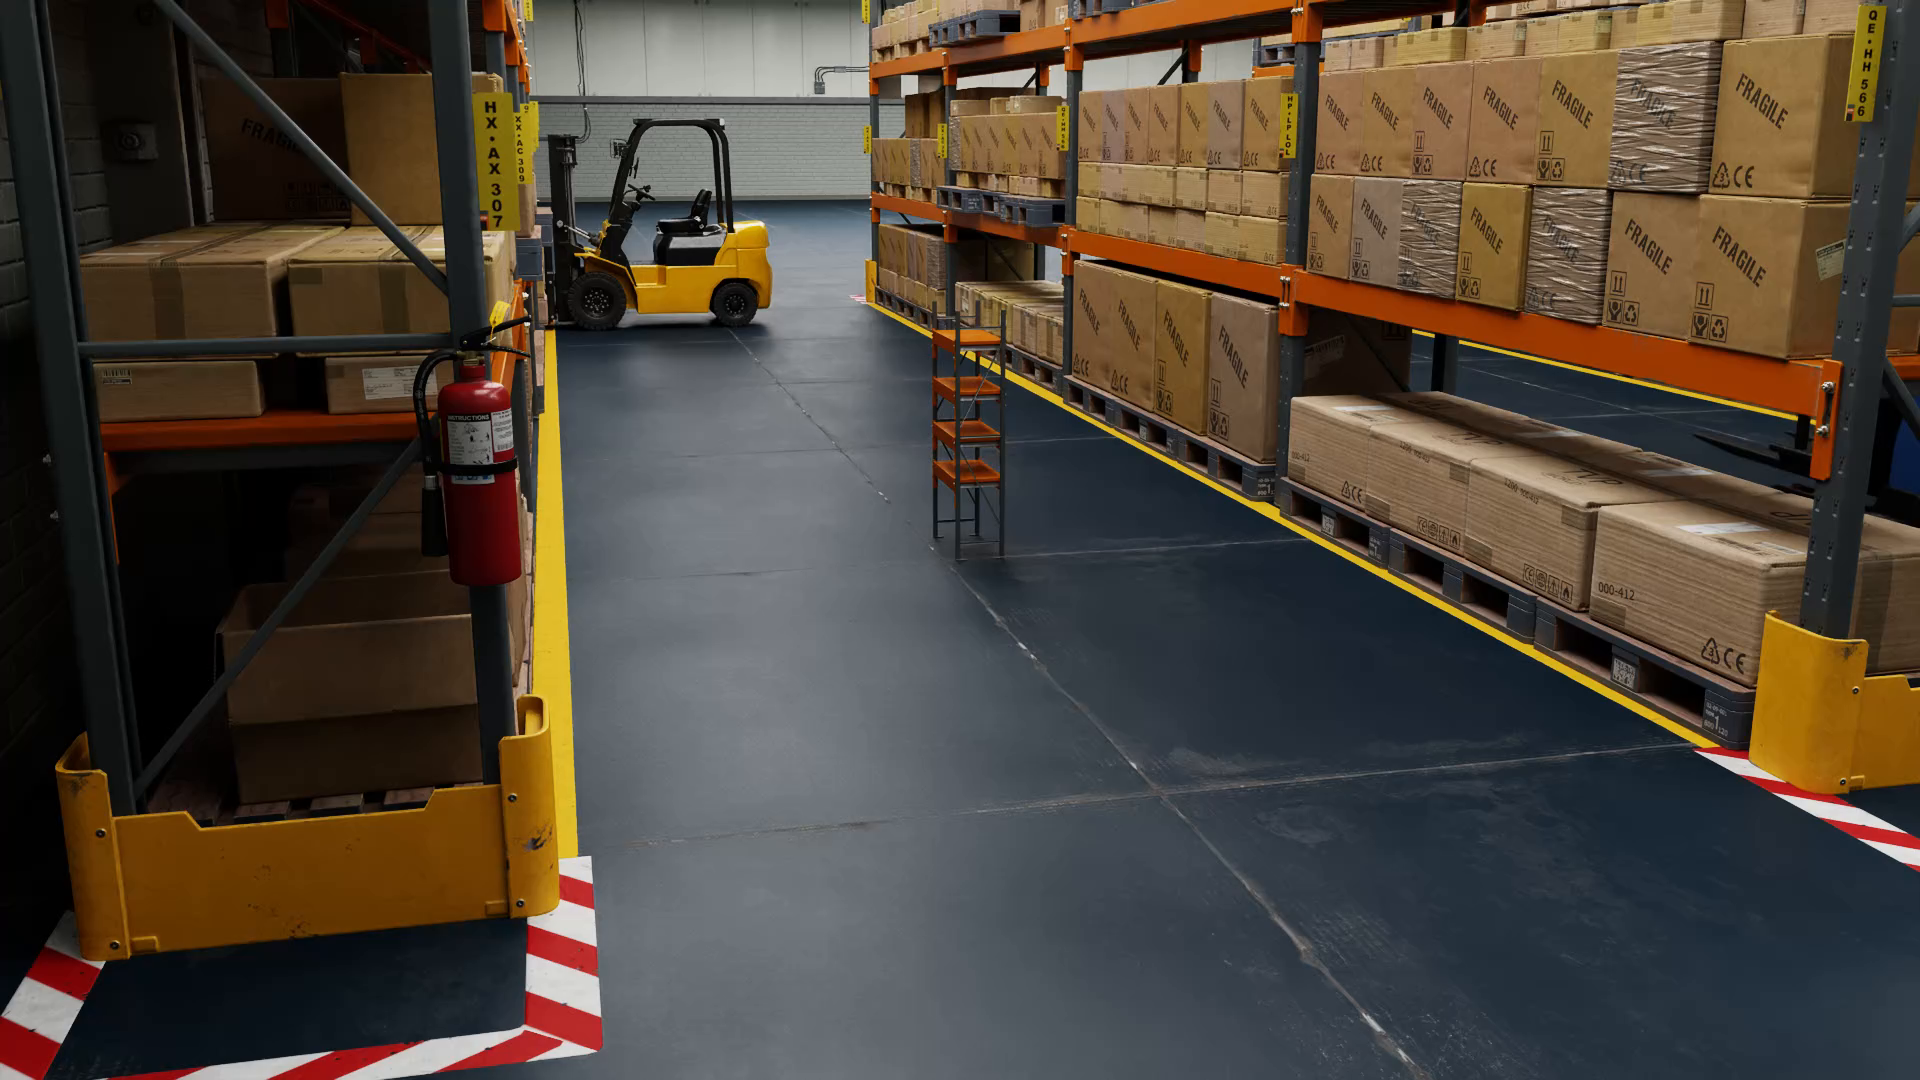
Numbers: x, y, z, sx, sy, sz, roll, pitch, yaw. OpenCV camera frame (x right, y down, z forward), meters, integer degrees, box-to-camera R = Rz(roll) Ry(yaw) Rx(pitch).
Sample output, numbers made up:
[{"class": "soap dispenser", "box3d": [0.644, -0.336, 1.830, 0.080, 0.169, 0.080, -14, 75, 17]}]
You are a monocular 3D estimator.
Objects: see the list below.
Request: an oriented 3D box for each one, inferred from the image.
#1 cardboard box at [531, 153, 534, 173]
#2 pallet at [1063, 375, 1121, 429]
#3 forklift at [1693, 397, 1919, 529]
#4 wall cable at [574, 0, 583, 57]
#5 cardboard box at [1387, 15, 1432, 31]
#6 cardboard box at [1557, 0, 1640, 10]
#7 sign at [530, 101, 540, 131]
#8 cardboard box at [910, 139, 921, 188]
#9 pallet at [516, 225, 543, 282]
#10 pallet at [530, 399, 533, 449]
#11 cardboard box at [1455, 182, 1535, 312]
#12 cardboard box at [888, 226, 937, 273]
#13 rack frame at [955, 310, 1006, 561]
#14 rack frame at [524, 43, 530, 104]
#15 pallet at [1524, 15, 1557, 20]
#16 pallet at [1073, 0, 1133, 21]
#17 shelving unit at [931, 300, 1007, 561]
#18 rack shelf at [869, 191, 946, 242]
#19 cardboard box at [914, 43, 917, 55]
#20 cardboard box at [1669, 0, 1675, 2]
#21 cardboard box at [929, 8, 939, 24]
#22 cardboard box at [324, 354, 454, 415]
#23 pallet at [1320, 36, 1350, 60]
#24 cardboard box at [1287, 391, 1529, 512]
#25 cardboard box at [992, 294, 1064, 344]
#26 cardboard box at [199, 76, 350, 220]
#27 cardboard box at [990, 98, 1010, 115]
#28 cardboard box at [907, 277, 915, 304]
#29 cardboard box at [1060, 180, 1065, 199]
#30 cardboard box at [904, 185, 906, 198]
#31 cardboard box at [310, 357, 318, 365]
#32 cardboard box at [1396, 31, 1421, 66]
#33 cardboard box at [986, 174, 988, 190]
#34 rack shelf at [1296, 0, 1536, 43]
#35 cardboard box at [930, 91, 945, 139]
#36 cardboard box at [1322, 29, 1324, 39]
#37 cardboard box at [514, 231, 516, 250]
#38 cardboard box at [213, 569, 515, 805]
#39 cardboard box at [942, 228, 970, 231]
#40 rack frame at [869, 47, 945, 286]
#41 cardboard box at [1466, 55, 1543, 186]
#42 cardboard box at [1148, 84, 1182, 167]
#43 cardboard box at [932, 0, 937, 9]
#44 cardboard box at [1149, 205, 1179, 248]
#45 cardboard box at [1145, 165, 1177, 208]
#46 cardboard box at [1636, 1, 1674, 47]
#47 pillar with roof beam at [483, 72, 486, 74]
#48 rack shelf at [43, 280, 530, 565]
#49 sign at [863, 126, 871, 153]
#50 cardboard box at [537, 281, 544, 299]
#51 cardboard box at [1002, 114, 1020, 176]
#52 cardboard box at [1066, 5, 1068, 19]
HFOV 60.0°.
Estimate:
[{"class": "cardboard box", "box3d": [-4.674, -3.747, 17.234, 0.500, 0.500, 0.500, -3, 14, -13]}, {"class": "pallet", "box3d": [1.408, -1.042, 12.249, 1.003, 0.211, 1.213, -3, 14, -13]}, {"class": "forklift", "box3d": [5.022, -1.513, 8.445, 1.130, 2.935, 3.031, -2, 14, -8]}, {"class": "wall cable", "box3d": [-9.942, -15.624, 49.321, 3.097, 2.526, 0.112, -3, 14, -13]}, {"class": "cardboard box", "box3d": [4.748, -5.459, 17.565, 0.380, 0.149, 0.250, -3, 14, -13]}, {"class": "cardboard box", "box3d": [5.547, -4.773, 14.416, 0.500, 0.311, 0.500, -3, 14, -13]}, {"class": "sign", "box3d": [-4.876, -4.856, 19.043, 0.100, 0.325, 0.005, -3, 14, -13]}, {"class": "cardboard box", "box3d": [-0.243, -4.025, 17.746, 0.500, 0.500, 0.500, -3, 14, -12]}, {"class": "pallet", "box3d": [-2.670, -1.480, 8.569, 1.003, 0.211, 1.213, -3, 14, -13]}, {"class": "pallet", "box3d": [-3.389, -0.777, 11.161, 1.003, 0.211, 1.213, -3, 14, -13]}, {"class": "cardboard box", "box3d": [2.437, -1.236, 6.955, 0.500, 0.500, 0.500, -3, 14, -12]}, {"class": "cardboard box", "box3d": [-0.529, -3.334, 19.082, 0.500, 0.500, 0.500, -4, 14, -15]}, {"class": "rack frame", "box3d": [0.096, -0.488, 7.898, 0.240, 1.200, 0.015, -3, 14, -13]}, {"class": "rack frame", "box3d": [-5.407, -4.151, 19.098, 1.000, 3.000, 0.127, -3, 14, -13]}, {"class": "pallet", "box3d": [5.616, -4.651, 15.222, 1.003, 0.211, 1.213, -3, 14, -11]}, {"class": "pallet", "box3d": [1.499, -3.803, 11.751, 1.213, 0.211, 1.003, -3, 14, -11]}, {"class": "shelving unit", "box3d": [0.039, -0.545, 8.128, 0.258, 1.200, 0.503, -3, 14, -13]}, {"class": "rack shelf", "box3d": [-0.113, -3.618, 18.431, 1.077, 0.370, 4.000, -3, 14, -13]}, {"class": "cardboard box", "box3d": [-0.284, -5.259, 17.841, 0.380, 0.149, 0.250, -3, 14, -14]}, {"class": "cardboard box", "box3d": [6.161, -4.556, 13.869, 0.380, 0.149, 0.250, -4, 14, -15]}, {"class": "cardboard box", "box3d": [-0.009, -5.122, 16.441, 0.500, 0.250, 0.500, -3, 14, -14]}, {"class": "cardboard box", "box3d": [-1.459, -0.429, 4.393, 0.380, 0.149, 0.250, -3, 14, -14]}, {"class": "pallet", "box3d": [4.680, -5.689, 19.261, 1.003, 0.211, 1.213, -3, 14, -13]}, {"class": "cardboard box", "box3d": [2.279, -0.469, 8.540, 0.875, 0.438, 0.875, -3, 14, -14]}, {"class": "cardboard box", "box3d": [0.819, -1.987, 14.890, 0.950, 0.372, 0.625, -3, 14, -11]}, {"class": "cardboard box", "box3d": [-2.497, -1.460, 6.194, 0.500, 0.500, 0.500, -4, 14, -15]}, {"class": "cardboard box", "box3d": [0.479, -3.845, 14.756, 0.380, 0.149, 0.250, -2, 14, -10]}, {"class": "cardboard box", "box3d": [-0.293, -2.735, 18.212, 0.500, 0.250, 0.500, -3, 14, -12]}, {"class": "cardboard box", "box3d": [0.990, -2.728, 12.916, 0.380, 0.149, 0.250, -3, 14, -11]}, {"class": "cardboard box", "box3d": [-0.419, -3.917, 18.669, 0.380, 0.149, 0.250, -3, 14, -11]}, {"class": "cardboard box", "box3d": [-2.186, -0.638, 5.249, 0.380, 0.149, 0.250, -4, 14, -15]}, {"class": "cardboard box", "box3d": [2.233, -2.247, 7.619, 0.380, 0.149, 0.250, -3, 14, -14]}, {"class": "cardboard box", "box3d": [0.446, -3.205, 14.869, 0.380, 0.149, 0.250, -3, 14, -13]}, {"class": "rack shelf", "box3d": [2.705, -2.307, 6.744, 1.077, 0.370, 4.000, -3, 14, -13]}, {"class": "cardboard box", "box3d": [0.063, -4.650, 18.195, 0.700, 0.500, 0.500, -3, 14, -14]}, {"class": "cardboard box", "box3d": [4.331, -5.869, 19.242, 0.380, 0.149, 0.250, -3, 14, -13]}, {"class": "cardboard box", "box3d": [-2.232, -1.351, 7.324, 0.500, 0.250, 0.500, -3, 14, -12]}, {"class": "cardboard box", "box3d": [-1.700, 0.402, 4.836, 0.797, 0.503, 0.637, -4, 14, -15]}, {"class": "cardboard box", "box3d": [0.097, -3.254, 18.754, 0.500, 0.500, 0.500, -4, 14, -15]}, {"class": "rack frame", "box3d": [-0.583, -4.429, 20.234, 1.000, 3.000, 0.127, -3, 14, -13]}, {"class": "cardboard box", "box3d": [2.450, -1.719, 6.826, 0.500, 0.500, 0.500, -3, 14, -14]}, {"class": "cardboard box", "box3d": [1.522, -2.639, 10.593, 0.500, 0.500, 0.500, -3, 14, -12]}, {"class": "cardboard box", "box3d": [-0.066, -5.345, 16.514, 0.380, 0.149, 0.250, -4, 14, -15]}, {"class": "cardboard box", "box3d": [1.541, -2.031, 10.736, 0.500, 0.250, 0.500, -3, 14, -13]}, {"class": "cardboard box", "box3d": [1.507, -2.270, 10.660, 0.500, 0.250, 0.500, -3, 14, -12]}, {"class": "cardboard box", "box3d": [2.651, -1.831, 5.918, 0.380, 0.149, 0.250, -3, 14, -12]}, {"class": "pillar with roof beam", "box3d": [-8.980, -14.015, 46.833, 9.100, 9.000, 0.400, -3, 14, -13]}, {"class": "rack shelf", "box3d": [-2.119, -0.572, 5.964, 1.077, 0.370, 4.000, -3, 14, -13]}, {"class": "sign", "box3d": [-1.110, -4.819, 20.007, 0.100, 0.325, 0.005, -3, 14, -13]}, {"class": "cardboard box", "box3d": [-4.281, -2.468, 16.065, 0.500, 0.250, 0.500, -3, 14, -13]}, {"class": "cardboard box", "box3d": [0.667, -3.305, 13.911, 0.500, 0.500, 0.500, -4, 14, -17]}, {"class": "cardboard box", "box3d": [1.018, -3.979, 12.603, 0.380, 0.149, 0.250, -3, 14, -13]}]
